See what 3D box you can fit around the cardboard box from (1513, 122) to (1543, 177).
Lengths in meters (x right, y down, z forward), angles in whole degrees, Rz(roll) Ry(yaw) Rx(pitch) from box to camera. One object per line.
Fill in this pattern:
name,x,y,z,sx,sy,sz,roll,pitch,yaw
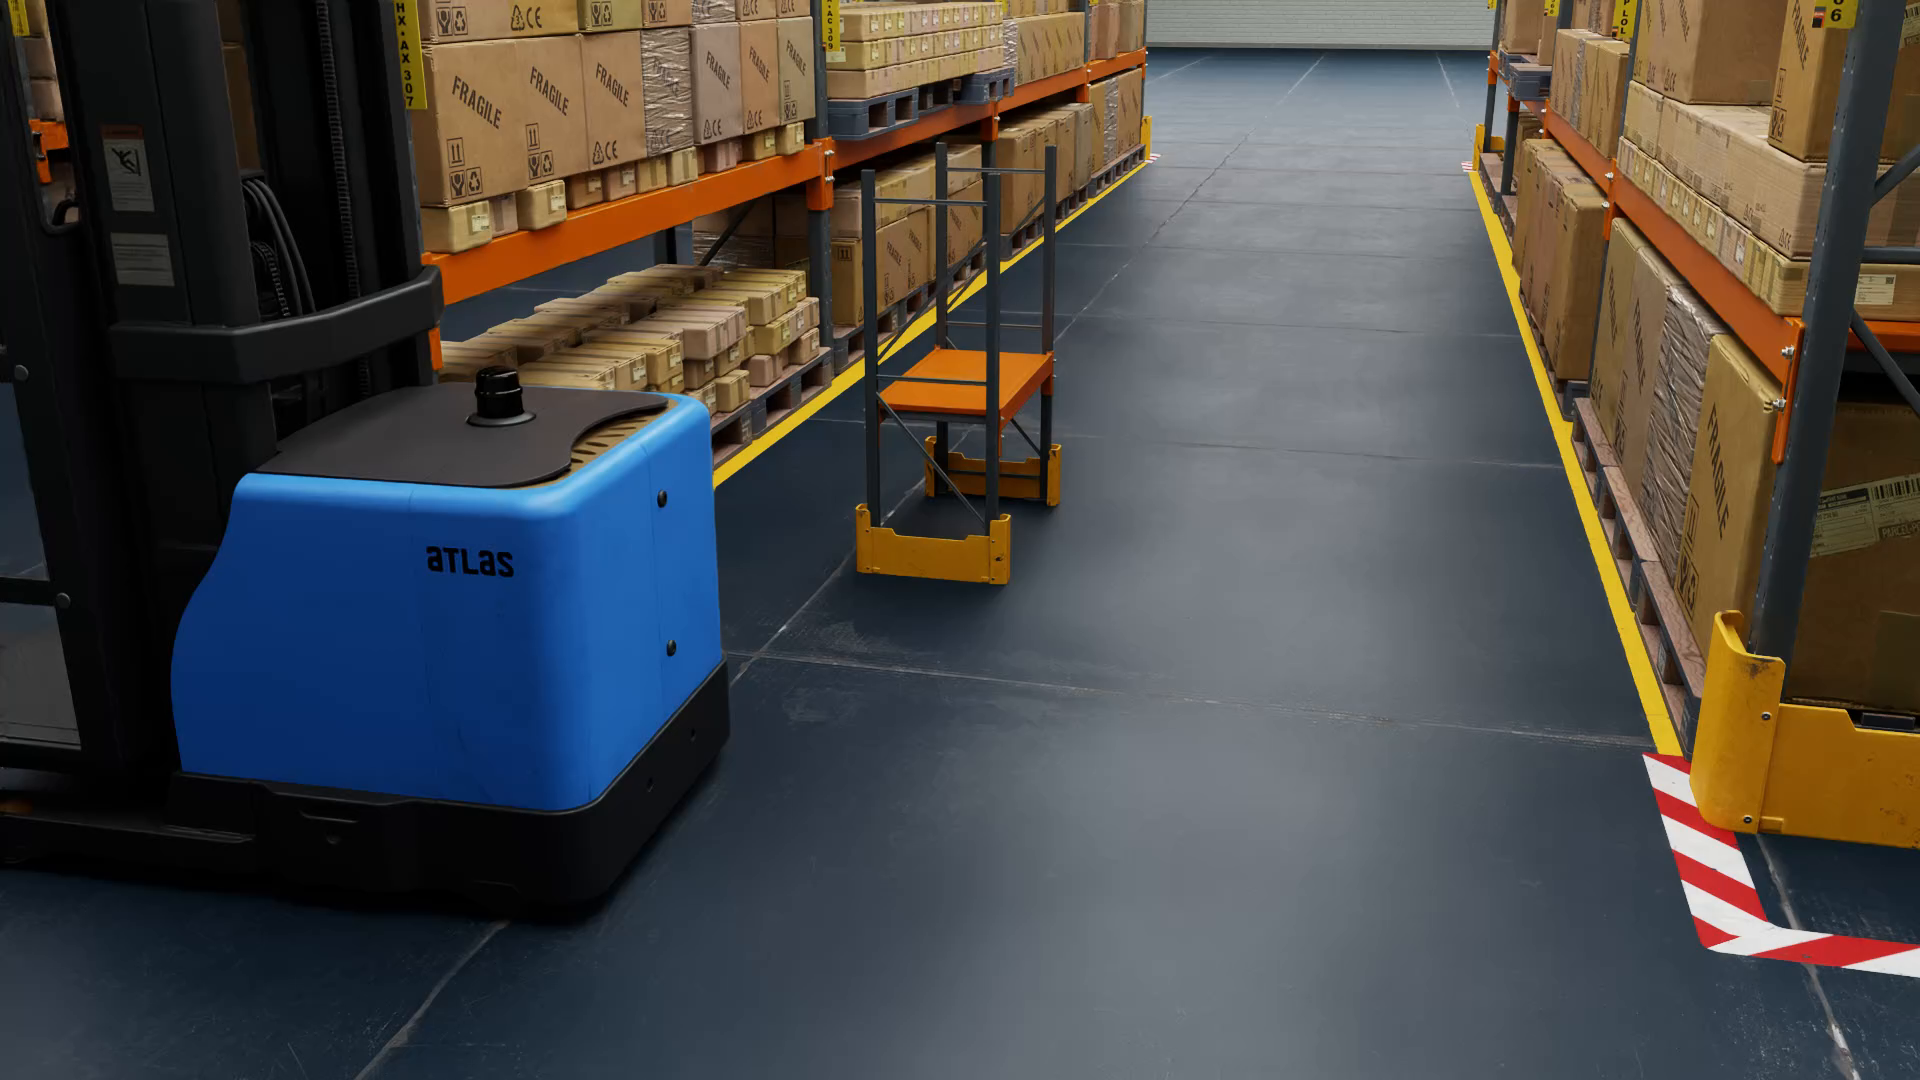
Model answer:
cardboard box,5.881,-3.945,16.815,0.500,0.500,0.500,3,19,9

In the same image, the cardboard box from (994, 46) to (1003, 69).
cardboard box,0.099,-3.485,11.989,0.380,0.149,0.250,5,19,14

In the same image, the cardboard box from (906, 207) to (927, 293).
cardboard box,-0.523,-1.900,10.827,0.500,0.500,0.500,5,19,14

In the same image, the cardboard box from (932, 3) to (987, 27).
cardboard box,-0.029,-3.607,11.425,0.380,0.149,0.250,5,20,15

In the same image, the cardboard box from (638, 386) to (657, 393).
cardboard box,-1.541,-0.639,7.217,0.380,0.149,0.250,6,20,16

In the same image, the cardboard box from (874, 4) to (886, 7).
cardboard box,-0.720,-3.584,11.358,0.380,0.149,0.250,4,19,11

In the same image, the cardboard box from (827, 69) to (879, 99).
cardboard box,-0.661,-2.509,9.132,0.380,0.149,0.250,4,19,11

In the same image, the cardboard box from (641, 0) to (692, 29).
cardboard box,-1.427,-2.349,6.763,0.500,0.500,0.500,4,19,12

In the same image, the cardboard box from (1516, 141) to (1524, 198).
cardboard box,5.365,-3.261,14.780,0.700,0.500,0.500,3,19,9

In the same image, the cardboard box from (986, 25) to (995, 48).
cardboard box,0.031,-3.542,11.695,0.380,0.149,0.250,5,20,15

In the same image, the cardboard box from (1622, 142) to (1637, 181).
cardboard box,3.123,-1.651,7.270,0.380,0.149,0.250,4,19,12

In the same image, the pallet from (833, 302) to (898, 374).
pallet,-1.015,-1.267,10.070,1.003,0.211,1.213,5,19,13

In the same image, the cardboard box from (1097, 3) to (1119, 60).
cardboard box,1.188,-5.371,17.541,0.875,0.550,0.550,5,19,13

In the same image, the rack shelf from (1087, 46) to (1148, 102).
rack shelf,1.240,-5.136,18.197,1.077,0.370,4.000,5,19,13

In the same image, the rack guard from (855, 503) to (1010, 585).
rack guard,-0.103,0.014,6.260,0.587,0.250,0.087,5,19,13

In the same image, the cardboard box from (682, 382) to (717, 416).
cardboard box,-1.351,-0.641,7.685,0.380,0.149,0.250,5,19,14

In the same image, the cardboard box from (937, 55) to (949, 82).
cardboard box,-0.283,-2.998,10.562,0.380,0.149,0.250,4,19,11

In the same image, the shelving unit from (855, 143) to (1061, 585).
shelving unit,0.019,-0.734,6.515,0.587,1.500,1.083,5,19,13

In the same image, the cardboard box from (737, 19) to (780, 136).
cardboard box,-1.176,-2.194,7.855,0.500,0.500,0.500,4,19,12

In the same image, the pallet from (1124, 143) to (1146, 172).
pallet,1.609,-4.527,19.615,1.003,0.211,1.213,5,19,13

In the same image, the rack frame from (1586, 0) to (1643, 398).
rack frame,3.581,-1.919,7.665,1.000,3.000,0.127,5,19,13

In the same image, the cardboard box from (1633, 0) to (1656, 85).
cardboard box,3.217,-2.214,7.139,0.500,0.500,0.500,5,19,13

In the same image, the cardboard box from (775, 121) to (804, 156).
cardboard box,-1.004,-2.026,8.367,0.380,0.149,0.250,4,19,12

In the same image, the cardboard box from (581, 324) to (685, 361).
cardboard box,-1.452,-0.857,7.398,0.380,0.149,0.250,5,19,14

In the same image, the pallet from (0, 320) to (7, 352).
pallet,-6.290,-1.150,9.727,1.003,0.211,1.213,5,19,13

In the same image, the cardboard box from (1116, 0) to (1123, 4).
cardboard box,1.283,-6.051,17.861,0.875,0.550,0.500,5,19,13

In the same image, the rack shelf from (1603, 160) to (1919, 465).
rack shelf,3.093,-0.952,5.946,1.077,0.370,4.000,5,19,13

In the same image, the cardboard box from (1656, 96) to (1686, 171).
cardboard box,2.965,-1.544,6.338,0.500,0.250,0.500,5,20,15

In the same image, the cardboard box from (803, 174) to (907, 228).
cardboard box,-0.639,-2.091,10.225,0.500,0.250,0.500,5,20,15

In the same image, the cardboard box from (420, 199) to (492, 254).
cardboard box,-1.784,-1.045,5.496,0.380,0.149,0.250,4,19,13

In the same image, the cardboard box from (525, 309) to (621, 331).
cardboard box,-1.797,-0.968,7.722,0.380,0.149,0.250,4,19,11

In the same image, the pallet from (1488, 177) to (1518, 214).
pallet,5.666,-3.320,16.081,1.003,0.211,1.213,5,19,13

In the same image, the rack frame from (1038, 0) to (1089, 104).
rack frame,0.751,-4.850,16.245,1.000,3.000,0.127,5,19,13

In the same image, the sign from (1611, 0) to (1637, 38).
sign,3.053,-2.469,7.607,0.100,0.325,0.005,5,19,13

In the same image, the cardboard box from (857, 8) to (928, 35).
cardboard box,-0.409,-3.117,9.991,0.380,0.149,0.250,4,19,13

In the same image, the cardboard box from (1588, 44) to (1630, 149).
cardboard box,3.558,-2.289,8.593,0.500,0.500,0.500,5,20,15

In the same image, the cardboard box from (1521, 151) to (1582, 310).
cardboard box,4.145,-1.872,10.166,1.225,0.875,0.875,5,19,14

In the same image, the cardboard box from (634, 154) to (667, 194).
cardboard box,-1.452,-1.538,6.939,0.380,0.149,0.250,5,20,15

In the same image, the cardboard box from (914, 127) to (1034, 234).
cardboard box,0.010,-2.914,13.408,1.050,0.750,0.750,4,19,13

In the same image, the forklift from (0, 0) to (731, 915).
forklift,-2.235,-0.719,4.257,3.031,2.935,1.130,4,19,12

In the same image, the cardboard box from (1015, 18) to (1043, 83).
cardboard box,0.390,-4.080,13.838,0.500,0.500,0.500,5,19,13

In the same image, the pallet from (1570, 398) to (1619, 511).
pallet,3.320,-0.367,7.436,1.003,0.211,1.213,5,19,13

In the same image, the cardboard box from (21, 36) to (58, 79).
cardboard box,-5.647,-2.983,10.238,0.500,0.250,0.500,4,19,12

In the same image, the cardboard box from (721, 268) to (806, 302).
cardboard box,-1.038,-1.341,8.814,0.380,0.149,0.250,5,20,15

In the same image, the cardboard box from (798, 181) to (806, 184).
cardboard box,-1.128,-2.126,10.330,0.500,0.250,0.500,6,20,16

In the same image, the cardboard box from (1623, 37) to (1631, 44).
cardboard box,3.908,-2.856,8.701,0.797,0.503,0.637,5,19,14

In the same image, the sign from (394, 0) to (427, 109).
sign,-1.655,-1.455,4.968,0.100,0.325,0.005,5,19,13

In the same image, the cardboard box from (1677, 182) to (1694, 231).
cardboard box,2.746,-1.163,5.840,0.380,0.149,0.250,5,19,14

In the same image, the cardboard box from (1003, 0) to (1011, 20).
cardboard box,0.015,-4.415,13.271,0.700,0.500,0.500,4,19,13

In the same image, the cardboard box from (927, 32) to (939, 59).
cardboard box,-0.345,-3.062,10.289,0.380,0.149,0.250,4,19,12

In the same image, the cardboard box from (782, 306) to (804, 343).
cardboard box,-1.026,-1.123,8.635,0.380,0.149,0.250,4,19,11

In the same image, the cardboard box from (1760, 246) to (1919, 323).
cardboard box,2.372,-0.684,4.438,0.380,0.149,0.250,5,19,14
